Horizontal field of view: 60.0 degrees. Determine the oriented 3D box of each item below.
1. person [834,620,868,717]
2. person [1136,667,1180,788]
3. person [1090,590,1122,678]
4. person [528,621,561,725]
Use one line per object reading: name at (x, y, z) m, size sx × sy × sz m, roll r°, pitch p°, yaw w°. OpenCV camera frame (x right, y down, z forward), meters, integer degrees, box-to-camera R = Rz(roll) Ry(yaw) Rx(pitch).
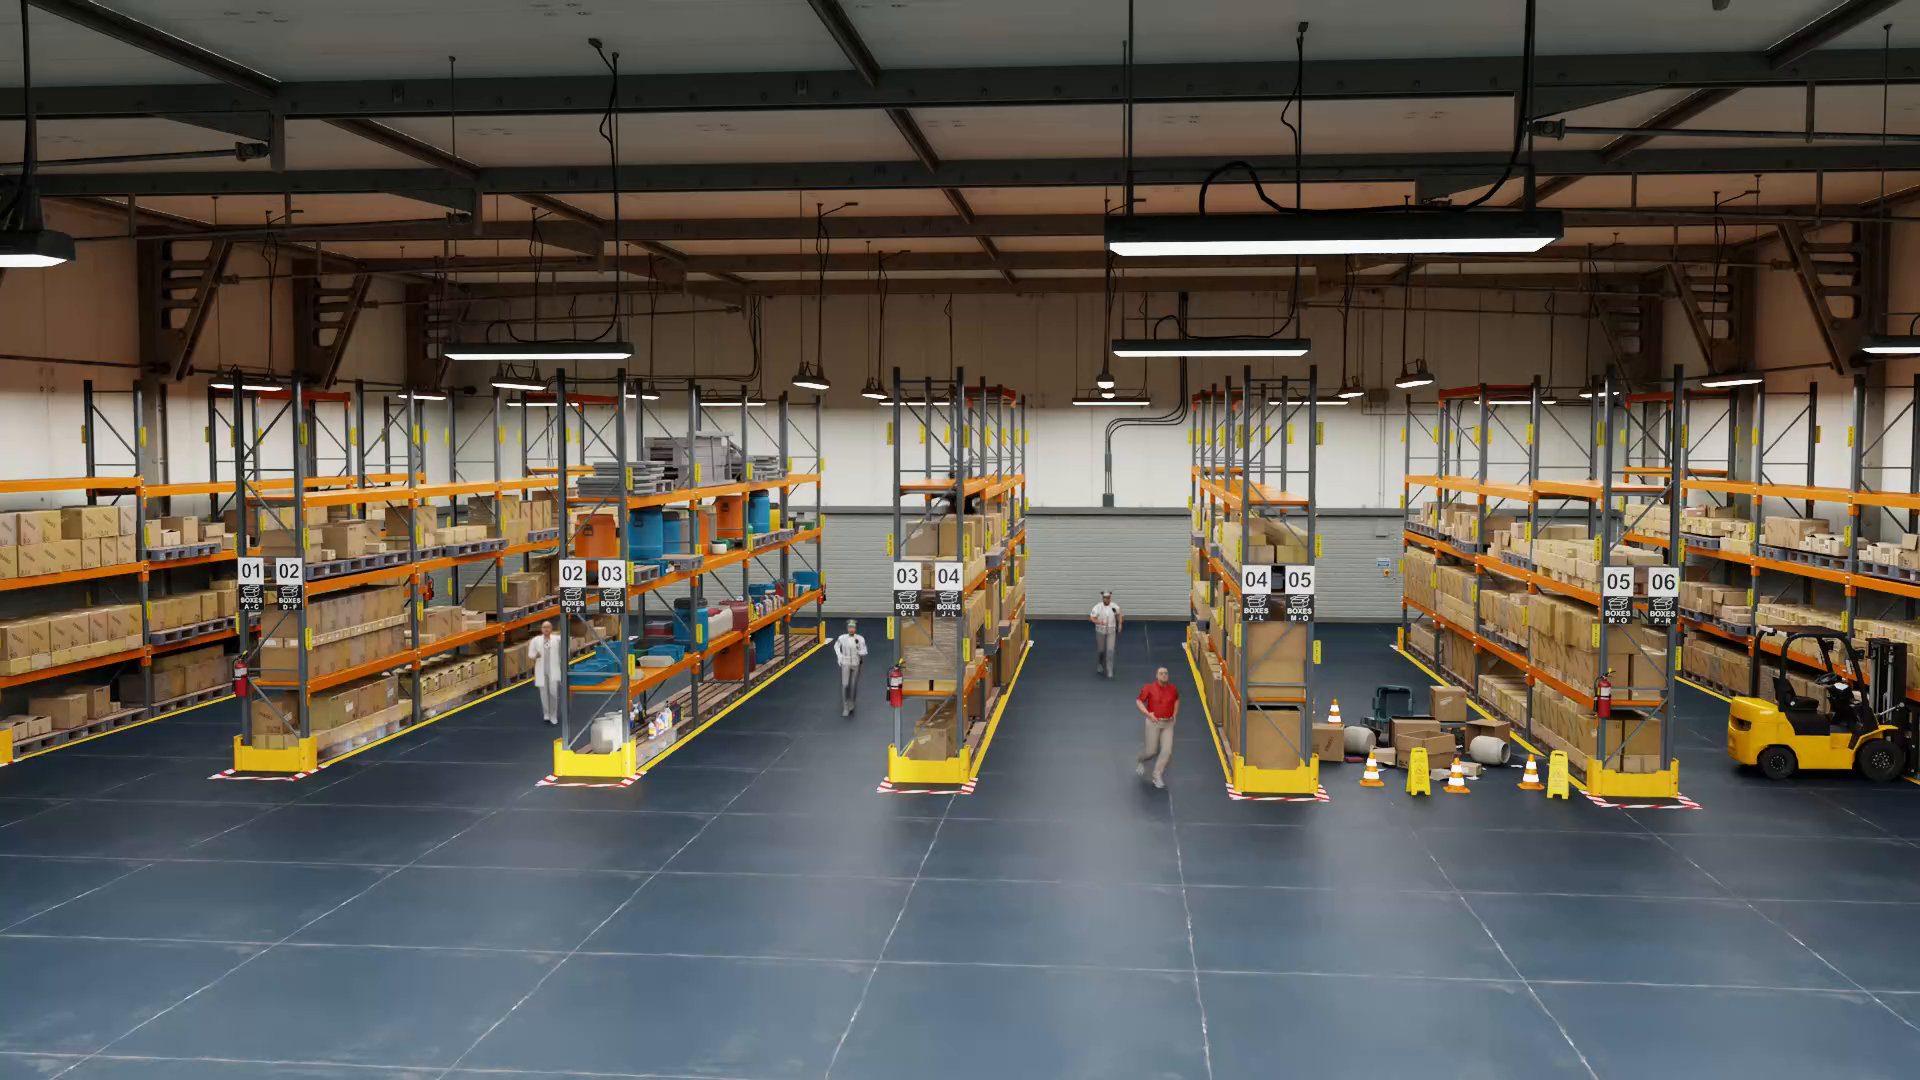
person at (-1.964, 2.301, 30.016) m, size 0.593 × 1.754 × 0.754 m, roll 0°, pitch 4°, yaw -6°
person at (2.874, 2.676, 24.041) m, size 0.685 × 1.713 × 0.743 m, roll -1°, pitch 4°, yaw -14°
person at (3.068, 1.951, 34.912) m, size 0.683 × 1.810 × 0.872 m, roll 0°, pitch 4°, yaw -1°
person at (-7.181, 2.321, 28.987) m, size 0.685 × 1.804 × 0.754 m, roll -1°, pitch 4°, yaw -8°
